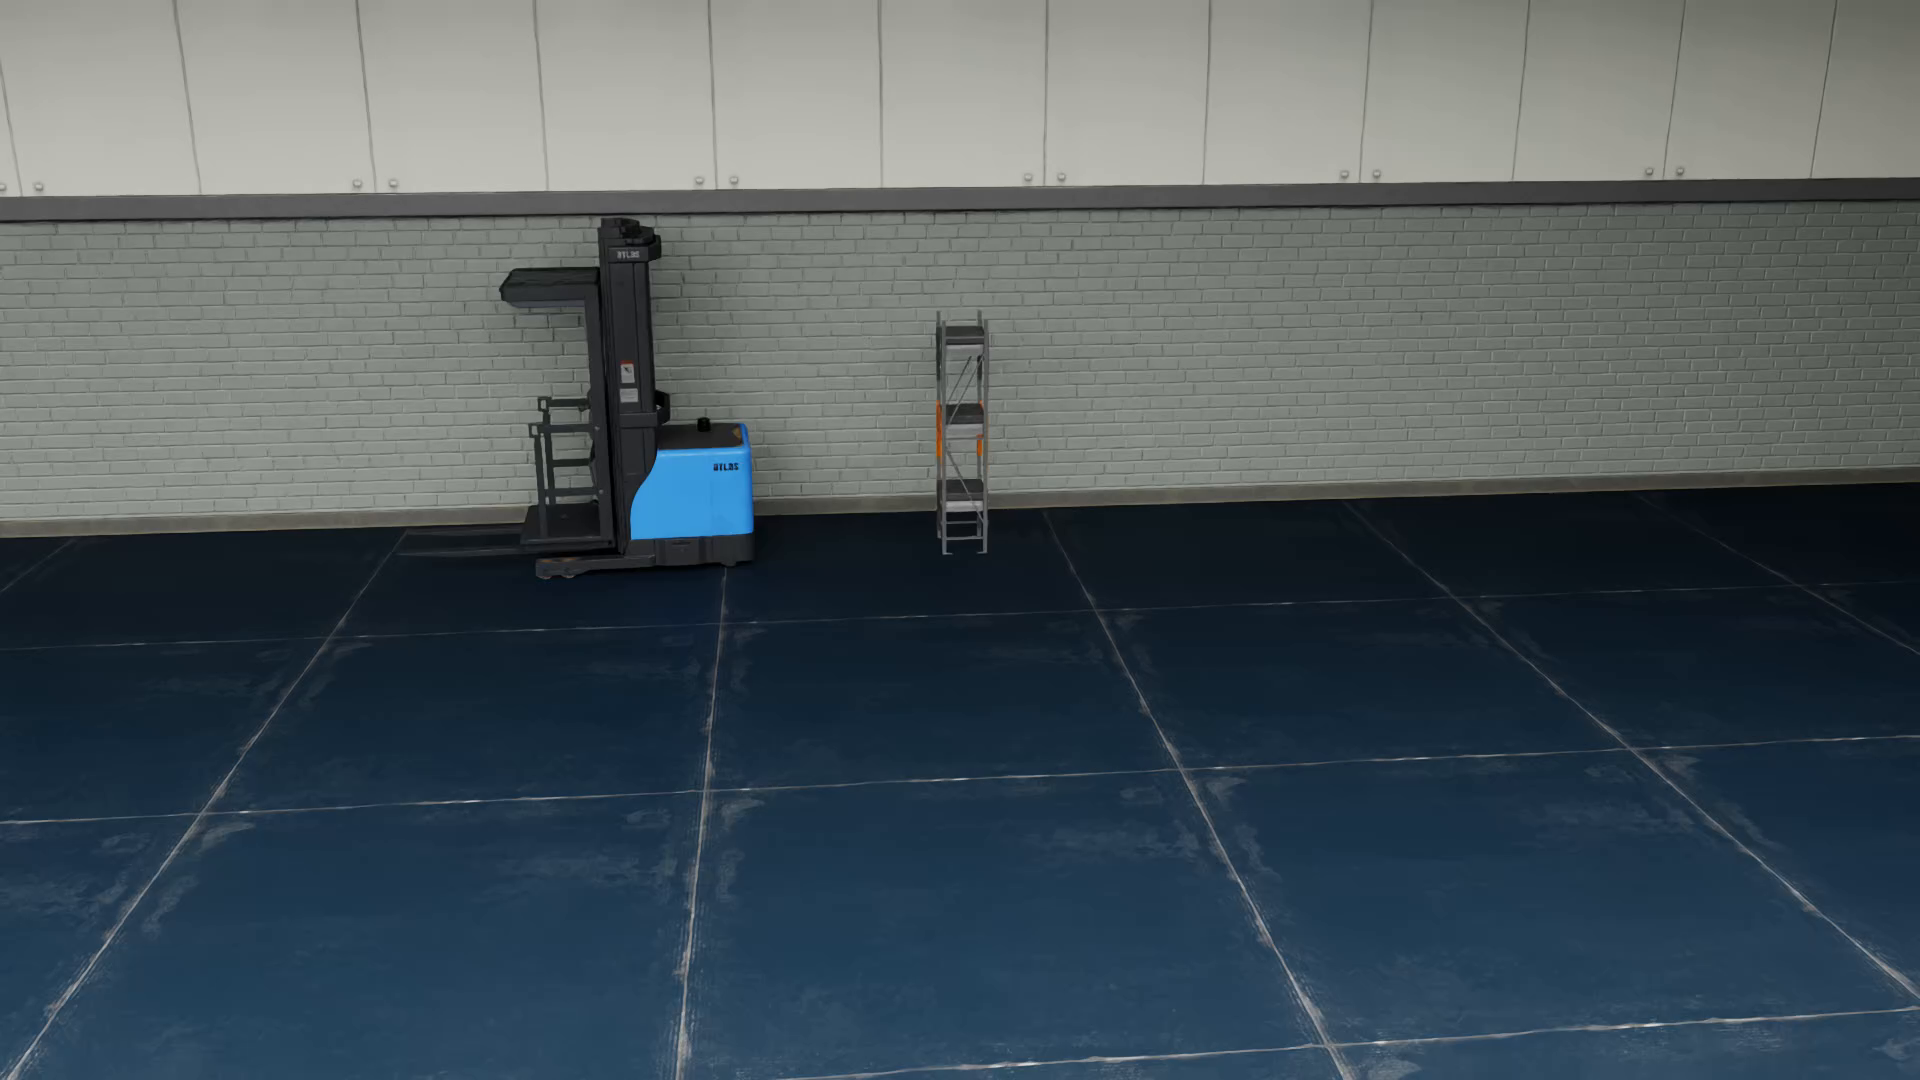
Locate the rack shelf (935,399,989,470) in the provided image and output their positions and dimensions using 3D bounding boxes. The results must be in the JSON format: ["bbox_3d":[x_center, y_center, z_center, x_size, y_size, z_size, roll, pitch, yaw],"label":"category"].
[{"bbox_3d":[0.017,-0.939,14.782,0.431,0.518,0.480,-2,18,-6],"label":"rack shelf"}]

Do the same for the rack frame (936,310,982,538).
[{"bbox_3d":[-0.008,-1.025,15.010,0.400,2.100,0.015,-2,18,-6],"label":"rack frame"}]

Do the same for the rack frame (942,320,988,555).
[{"bbox_3d":[0.042,-0.880,14.547,0.400,2.100,0.015,-2,18,-6],"label":"rack frame"}]

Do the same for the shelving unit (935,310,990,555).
[{"bbox_3d":[0.017,-0.952,14.778,0.431,2.100,0.503,-2,18,-6],"label":"shelving unit"}]

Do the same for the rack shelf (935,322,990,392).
[{"bbox_3d":[0.017,-1.607,14.573,0.431,0.518,0.480,-2,18,-6],"label":"rack shelf"}]

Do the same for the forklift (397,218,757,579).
[{"bbox_3d":[-3.342,-1.234,14.288,3.031,2.935,1.130,-3,18,-9],"label":"forklift"}]

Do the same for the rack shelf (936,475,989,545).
[{"bbox_3d":[0.017,-0.272,14.992,0.431,0.518,0.480,-2,18,-6],"label":"rack shelf"}]
